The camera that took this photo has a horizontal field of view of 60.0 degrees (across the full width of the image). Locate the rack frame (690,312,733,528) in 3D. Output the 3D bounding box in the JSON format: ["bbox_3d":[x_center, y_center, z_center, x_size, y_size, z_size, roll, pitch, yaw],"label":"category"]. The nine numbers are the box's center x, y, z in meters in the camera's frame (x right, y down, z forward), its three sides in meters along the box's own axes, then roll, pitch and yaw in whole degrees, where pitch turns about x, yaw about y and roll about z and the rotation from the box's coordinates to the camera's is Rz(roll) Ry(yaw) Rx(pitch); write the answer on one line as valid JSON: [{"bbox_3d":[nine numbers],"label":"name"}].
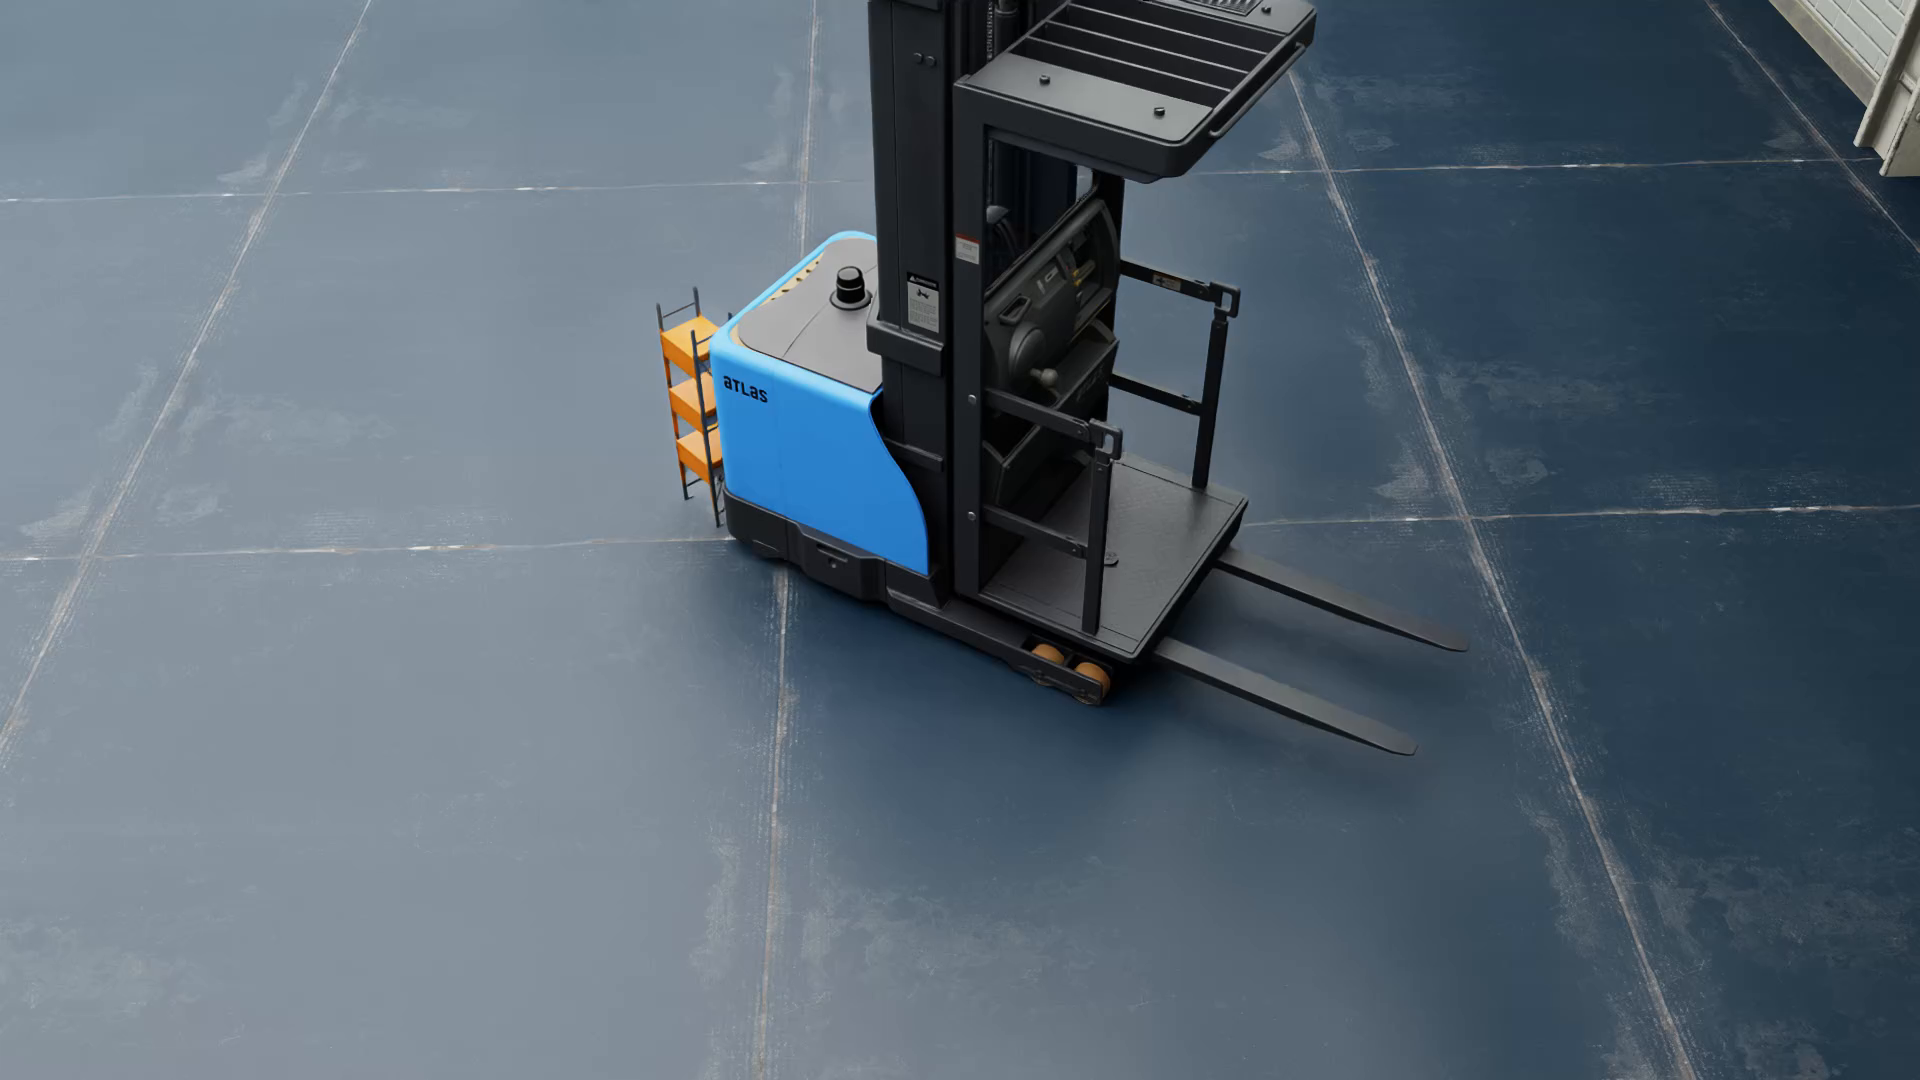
[{"bbox_3d":[-0.995,-0.488,7.004,0.200,1.050,0.008,-31,51,-29],"label":"rack frame"}]

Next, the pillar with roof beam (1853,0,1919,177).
[{"bbox_3d":[1.130,-5.413,6.495,9.100,9.000,0.400,-2,43,-2],"label":"pillar with roof beam"}]

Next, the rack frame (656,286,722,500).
[{"bbox_3d":[-1.157,-0.611,7.139,0.200,1.050,0.008,-31,51,-29],"label":"rack frame"}]

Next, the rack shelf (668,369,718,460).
[{"bbox_3d":[-1.076,-0.541,7.079,0.215,0.259,0.240,-31,51,-29],"label":"rack shelf"}]

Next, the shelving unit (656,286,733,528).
[{"bbox_3d":[-1.076,-0.549,7.072,0.215,1.050,0.252,-31,51,-29],"label":"shelving unit"}]

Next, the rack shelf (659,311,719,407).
[{"bbox_3d":[-1.076,-0.751,6.887,0.215,0.259,0.240,-31,51,-29],"label":"rack shelf"}]

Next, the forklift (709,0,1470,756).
[{"bbox_3d":[0.522,-0.848,6.006,3.031,2.935,1.130,22,47,22],"label":"forklift"}]

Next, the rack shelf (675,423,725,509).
[{"bbox_3d":[-1.077,-0.336,7.266,0.215,0.259,0.240,-31,51,-29],"label":"rack shelf"}]
